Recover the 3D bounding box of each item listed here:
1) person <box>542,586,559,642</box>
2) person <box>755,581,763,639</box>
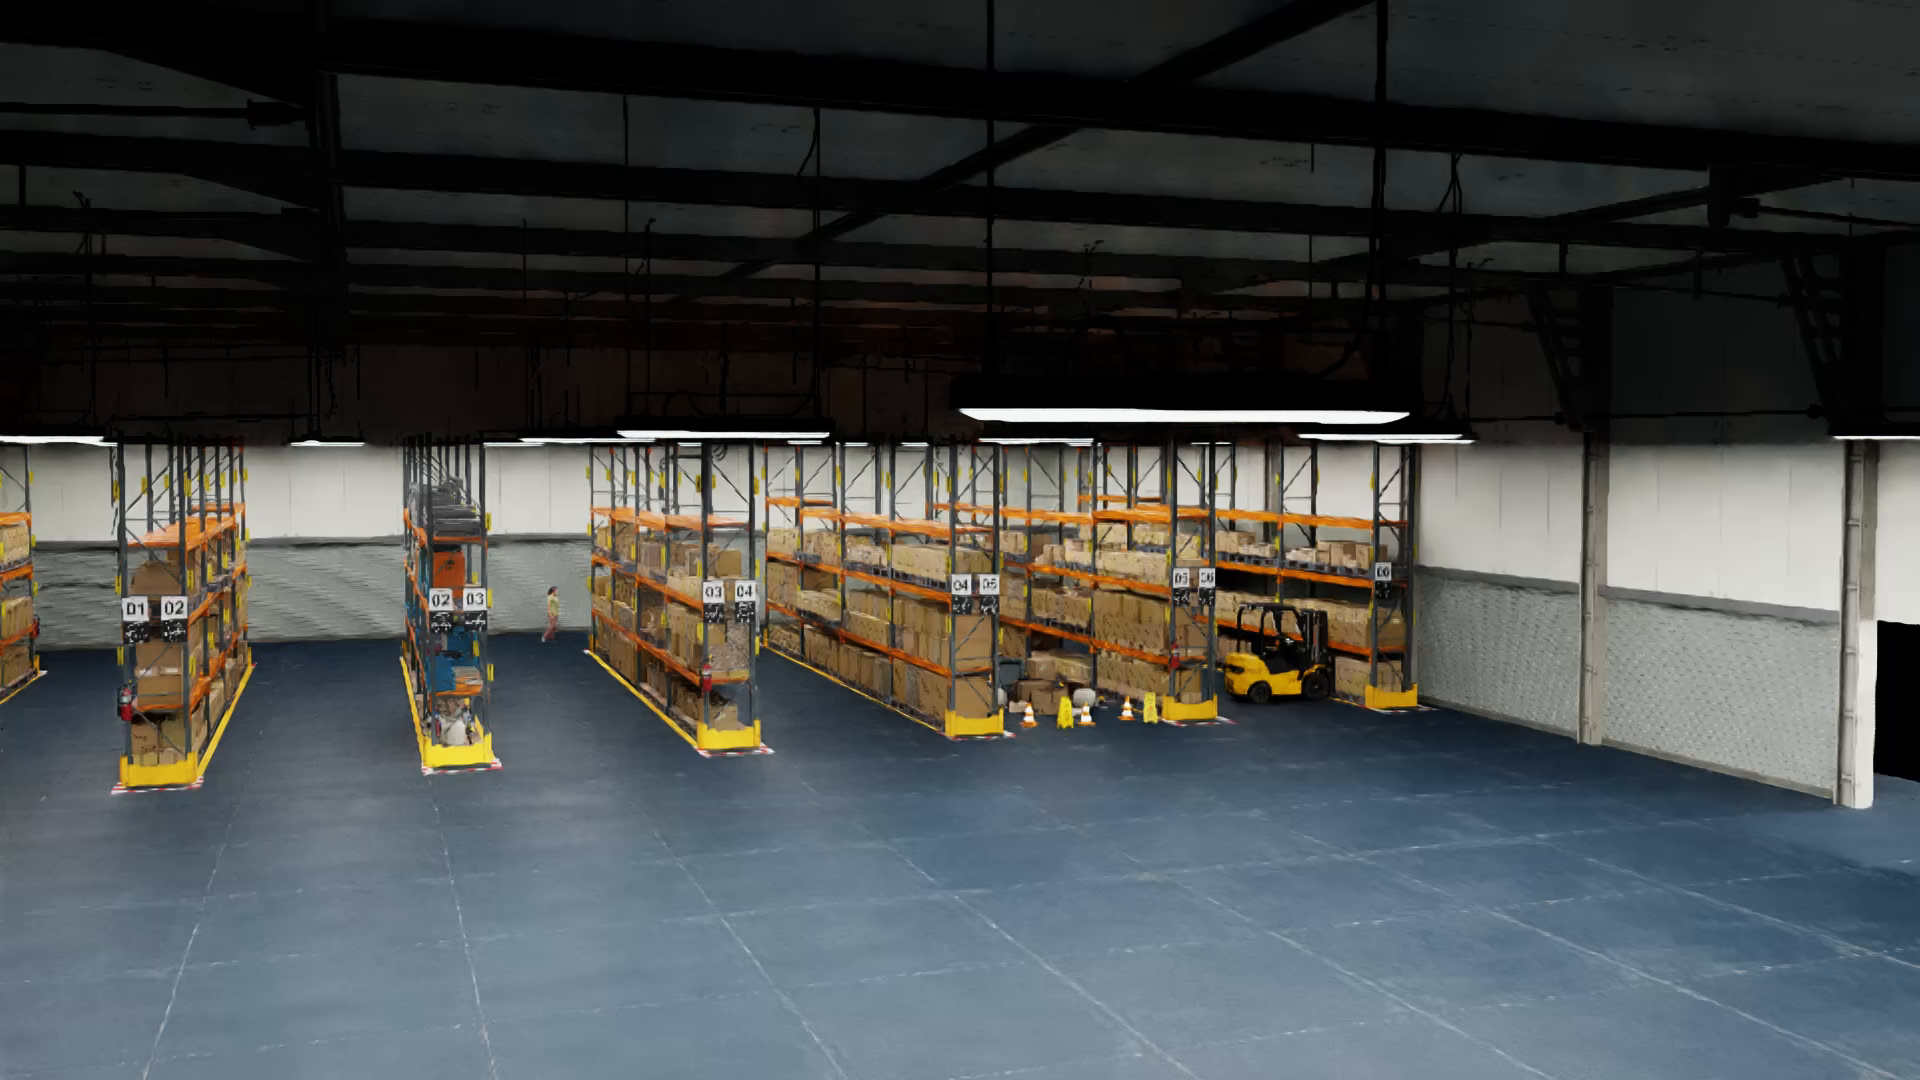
[{"bbox_3d":[-12.015,2.179,48.740,0.437,1.667,0.623,1,3,12],"label":"person"},{"bbox_3d":[-6.108,2.088,49.267,0.535,1.784,0.703,1,3,12],"label":"person"}]
